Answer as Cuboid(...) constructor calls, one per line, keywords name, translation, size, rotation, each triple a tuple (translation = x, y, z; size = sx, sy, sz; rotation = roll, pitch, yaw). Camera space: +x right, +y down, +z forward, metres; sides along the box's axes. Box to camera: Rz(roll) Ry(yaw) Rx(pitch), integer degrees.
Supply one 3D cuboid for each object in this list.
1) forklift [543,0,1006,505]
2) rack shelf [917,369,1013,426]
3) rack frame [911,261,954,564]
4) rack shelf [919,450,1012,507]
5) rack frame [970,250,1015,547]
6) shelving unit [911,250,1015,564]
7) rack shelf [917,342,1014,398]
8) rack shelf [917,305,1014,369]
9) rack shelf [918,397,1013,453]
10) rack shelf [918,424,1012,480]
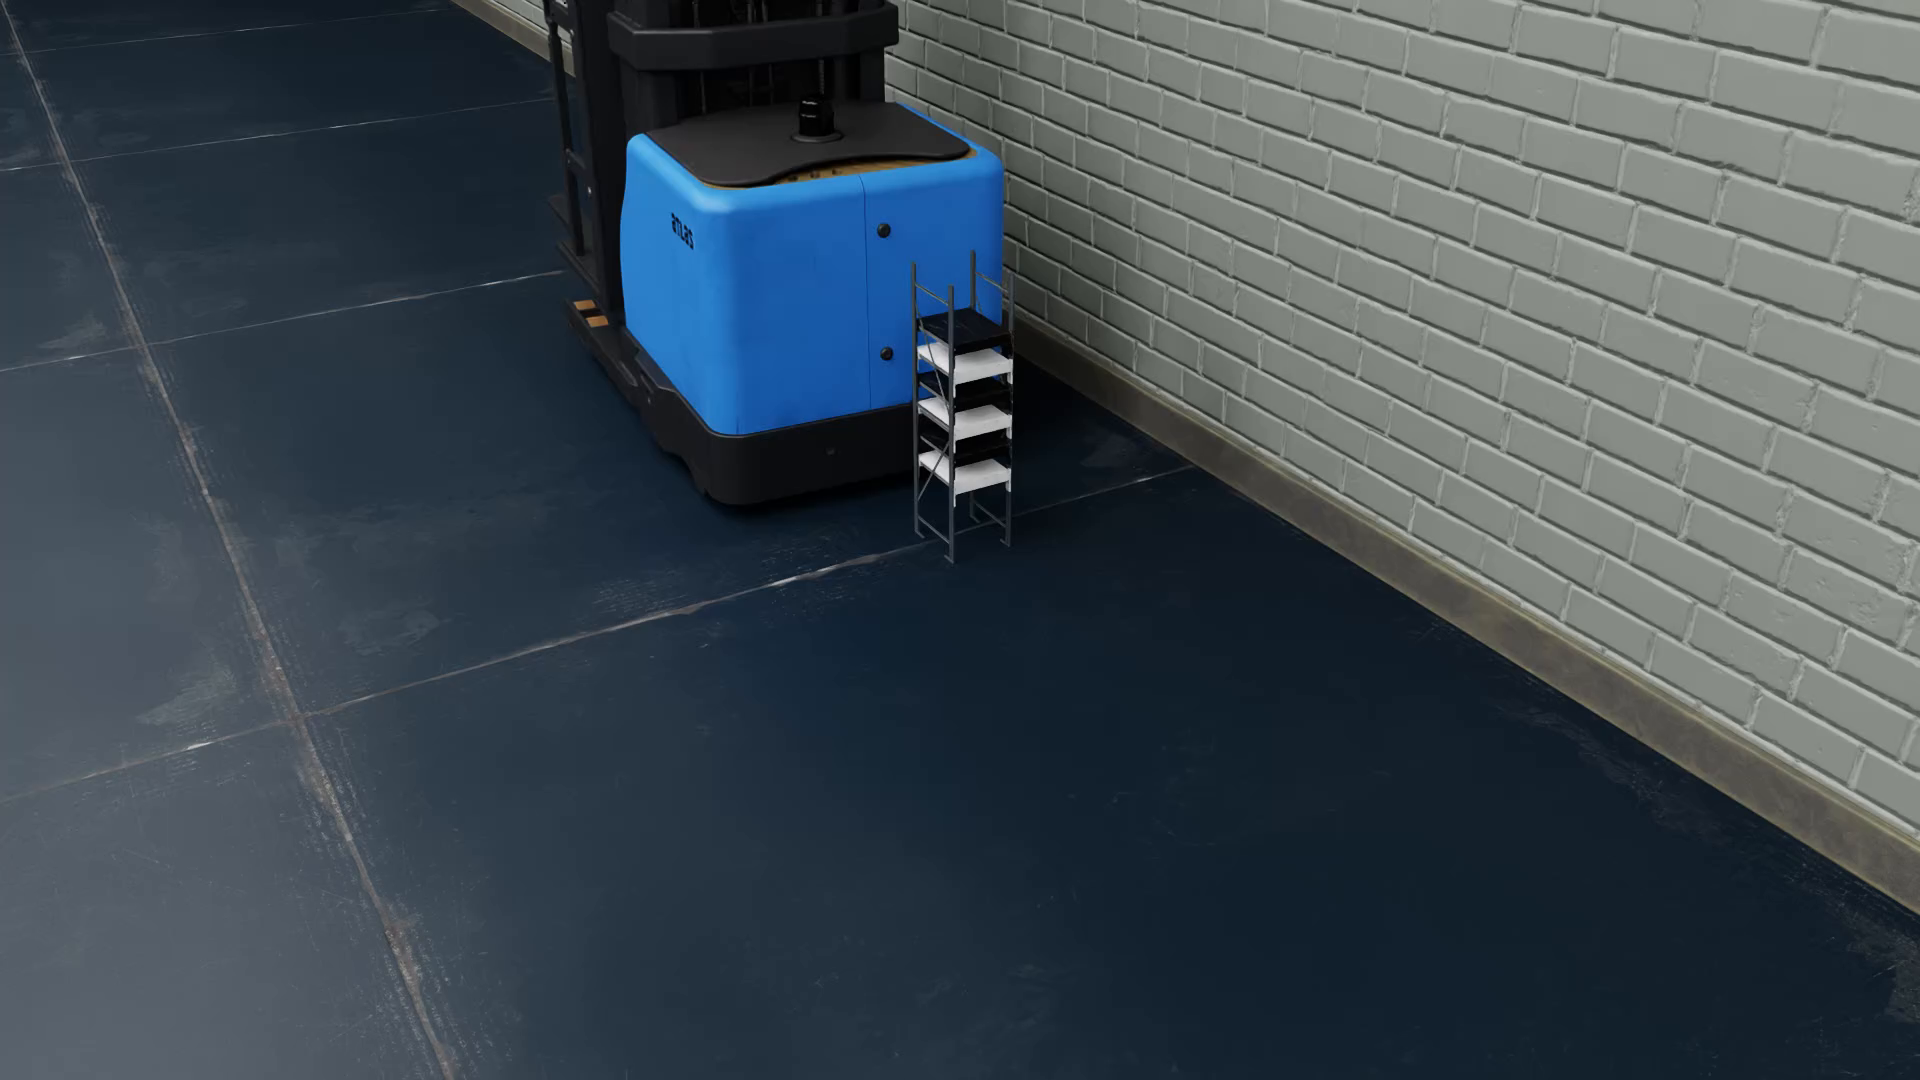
Cuboid(name="forklift", translation=(-0.938, -2.082, 5.990), size=(1.130, 2.935, 3.031), rotation=(-13, 31, -22))
Cuboid(name="rack shelf", translation=(0.007, -0.446, 5.009), size=(0.200, 0.077, 0.258), rotation=(-16, 33, -26))
Cuboid(name="rack frame", translation=(-0.081, -0.371, 4.991), size=(0.006, 0.900, 0.240), rotation=(-16, 33, -26))
Cuboid(name="rack shelf", translation=(0.007, -0.209, 5.139), size=(0.200, 0.077, 0.258), rotation=(-16, 33, -26))
Cuboid(name="rack frame", translation=(0.095, -0.421, 5.081), size=(0.006, 0.900, 0.240), rotation=(-16, 33, -26))
Cuboid(name="shelving unit", translation=(0.007, -0.396, 5.036), size=(0.210, 0.900, 0.258), rotation=(-16, 33, -26))
Cuboid(name="rack shelf", translation=(0.007, -0.524, 4.965), size=(0.200, 0.077, 0.258), rotation=(-16, 33, -26))
Cuboid(name="rack shelf", translation=(0.007, -0.603, 4.922), size=(0.200, 0.077, 0.258), rotation=(-16, 33, -26))
Cuboid(name="rack shelf", translation=(0.007, -0.367, 5.052), size=(0.200, 0.077, 0.258), rotation=(-16, 33, -26))
Cuboid(name="rack shelf", translation=(0.007, -0.288, 5.096), size=(0.200, 0.077, 0.258), rotation=(-16, 33, -26))
